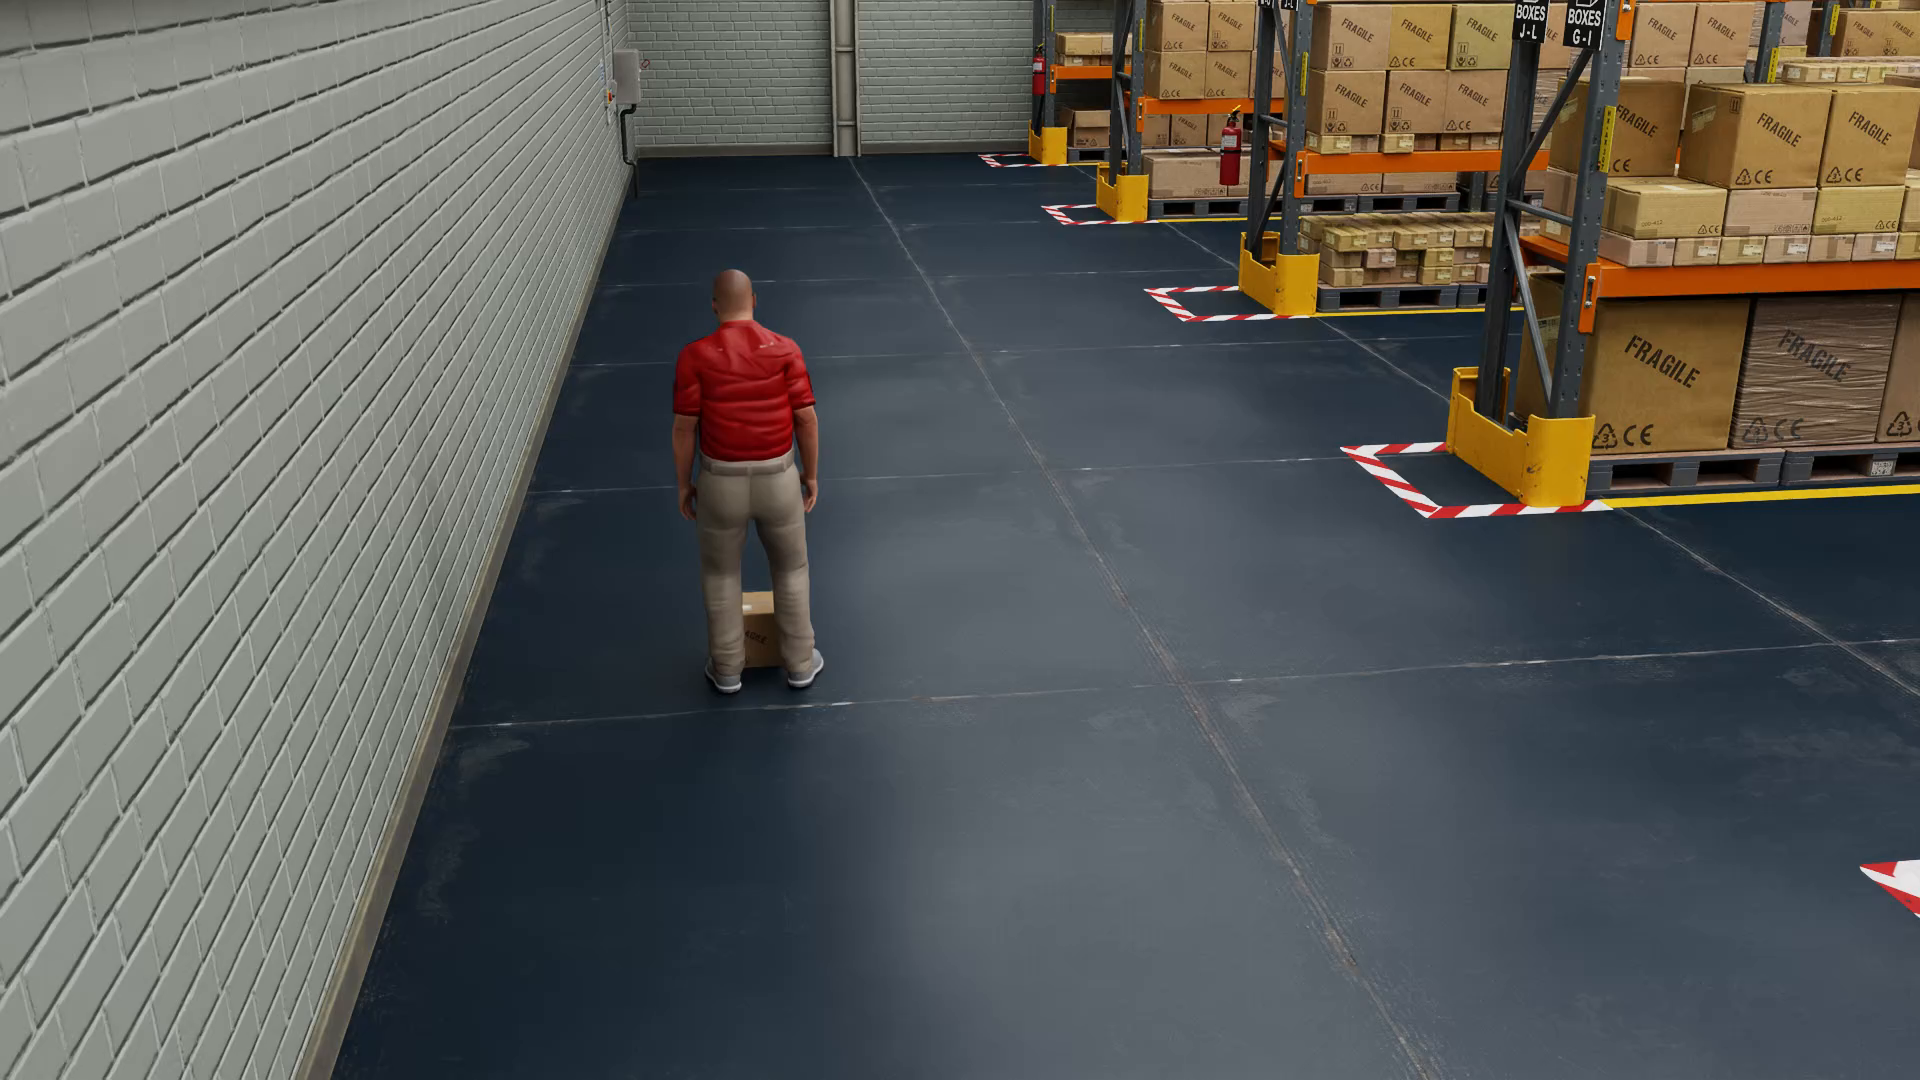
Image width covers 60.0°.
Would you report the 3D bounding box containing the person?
[{"bbox_3d":[-0.854,-0.221,6.706,0.584,1.725,0.393,-4,20,-10],"label":"person"}]
